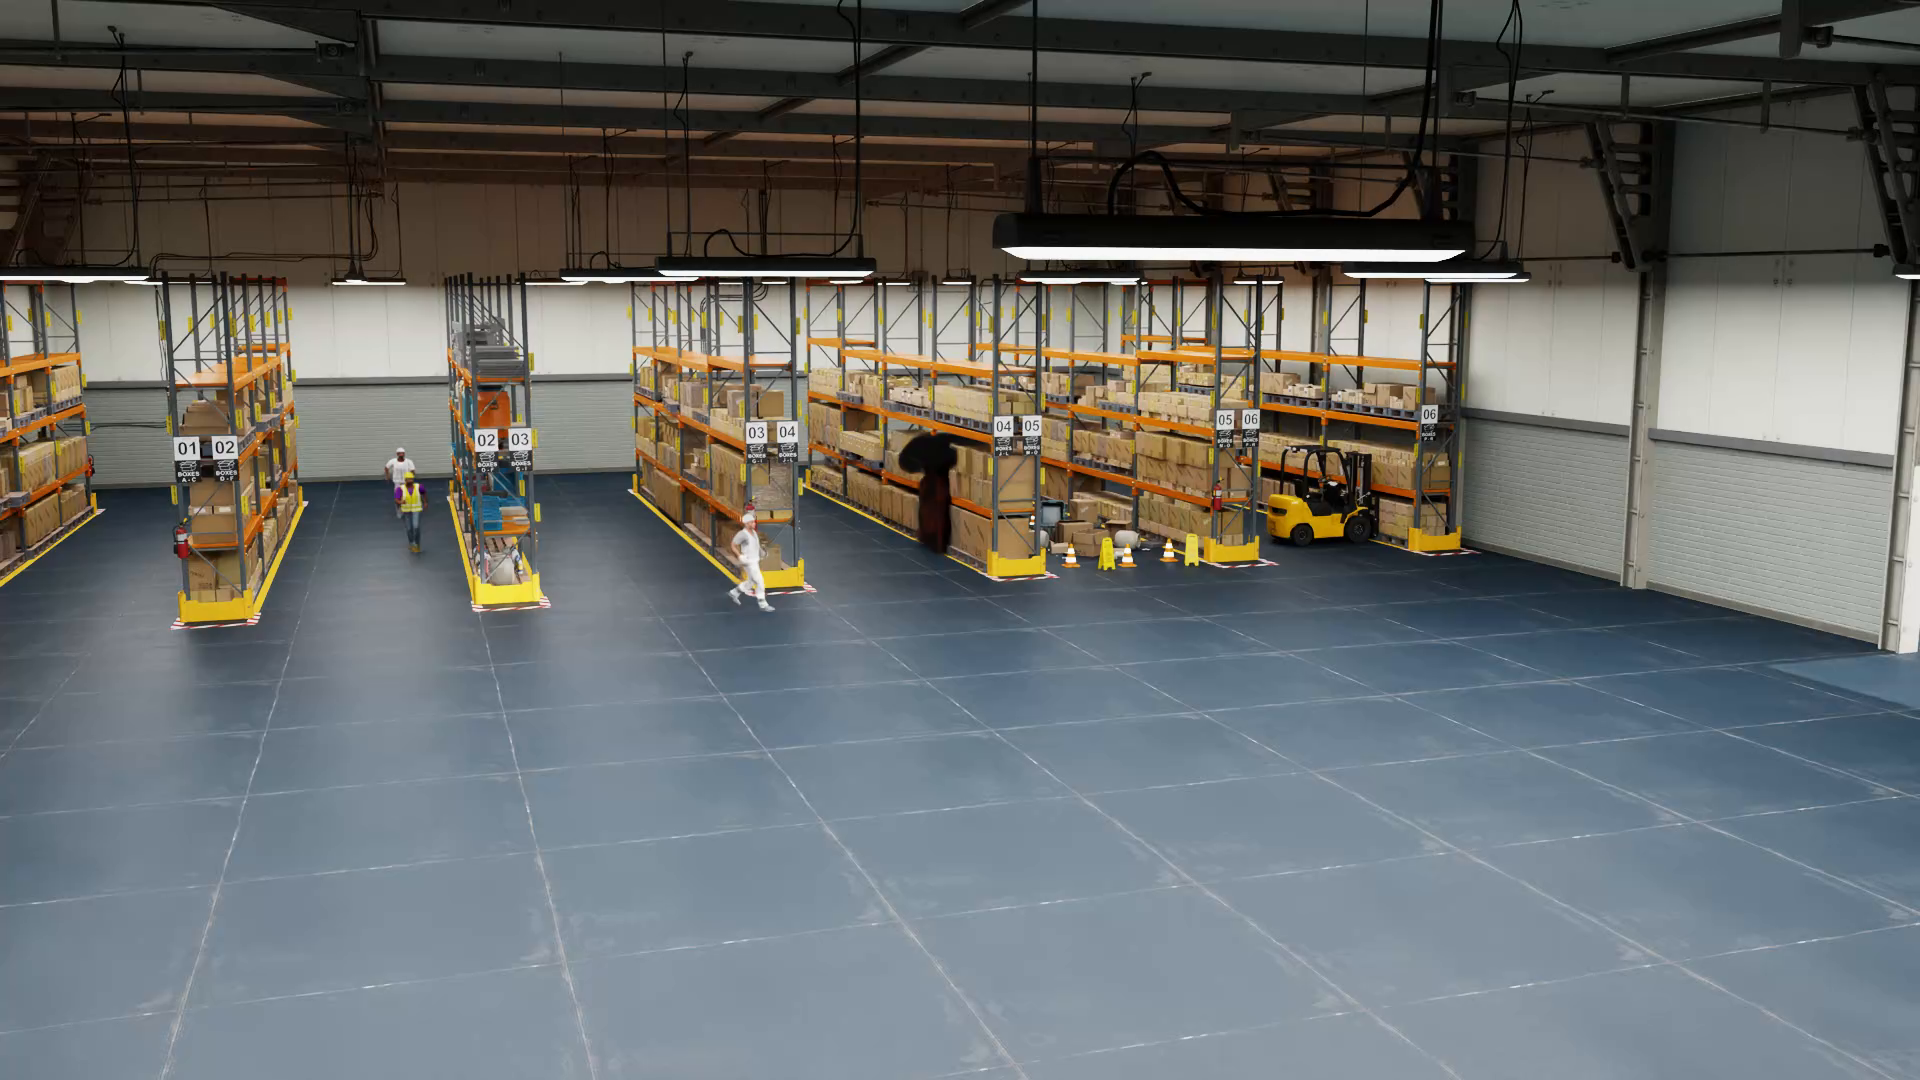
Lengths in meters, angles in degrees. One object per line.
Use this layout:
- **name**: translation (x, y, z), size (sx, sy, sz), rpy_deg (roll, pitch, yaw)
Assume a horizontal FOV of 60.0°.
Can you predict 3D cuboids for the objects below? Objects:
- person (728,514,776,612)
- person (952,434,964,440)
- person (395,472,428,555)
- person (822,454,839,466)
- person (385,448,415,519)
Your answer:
- **person**: translation (-3.765, 0.408, 29.520), size (0.926, 1.758, 0.647), rpy_deg (2, 9, 15)
- **person**: translation (-0.059, -2.805, 50.996), size (0.731, 1.767, 0.649), rpy_deg (-5, 10, -28)
- **person**: translation (-11.914, -0.581, 36.113), size (0.651, 1.811, 0.834), rpy_deg (-2, 9, -10)
- **person**: translation (-3.790, -2.639, 49.658), size (0.889, 1.838, 0.652), rpy_deg (-6, 10, -32)
- **person**: translation (-13.990, -1.421, 41.644), size (0.690, 1.789, 0.723), rpy_deg (-4, 10, -25)
